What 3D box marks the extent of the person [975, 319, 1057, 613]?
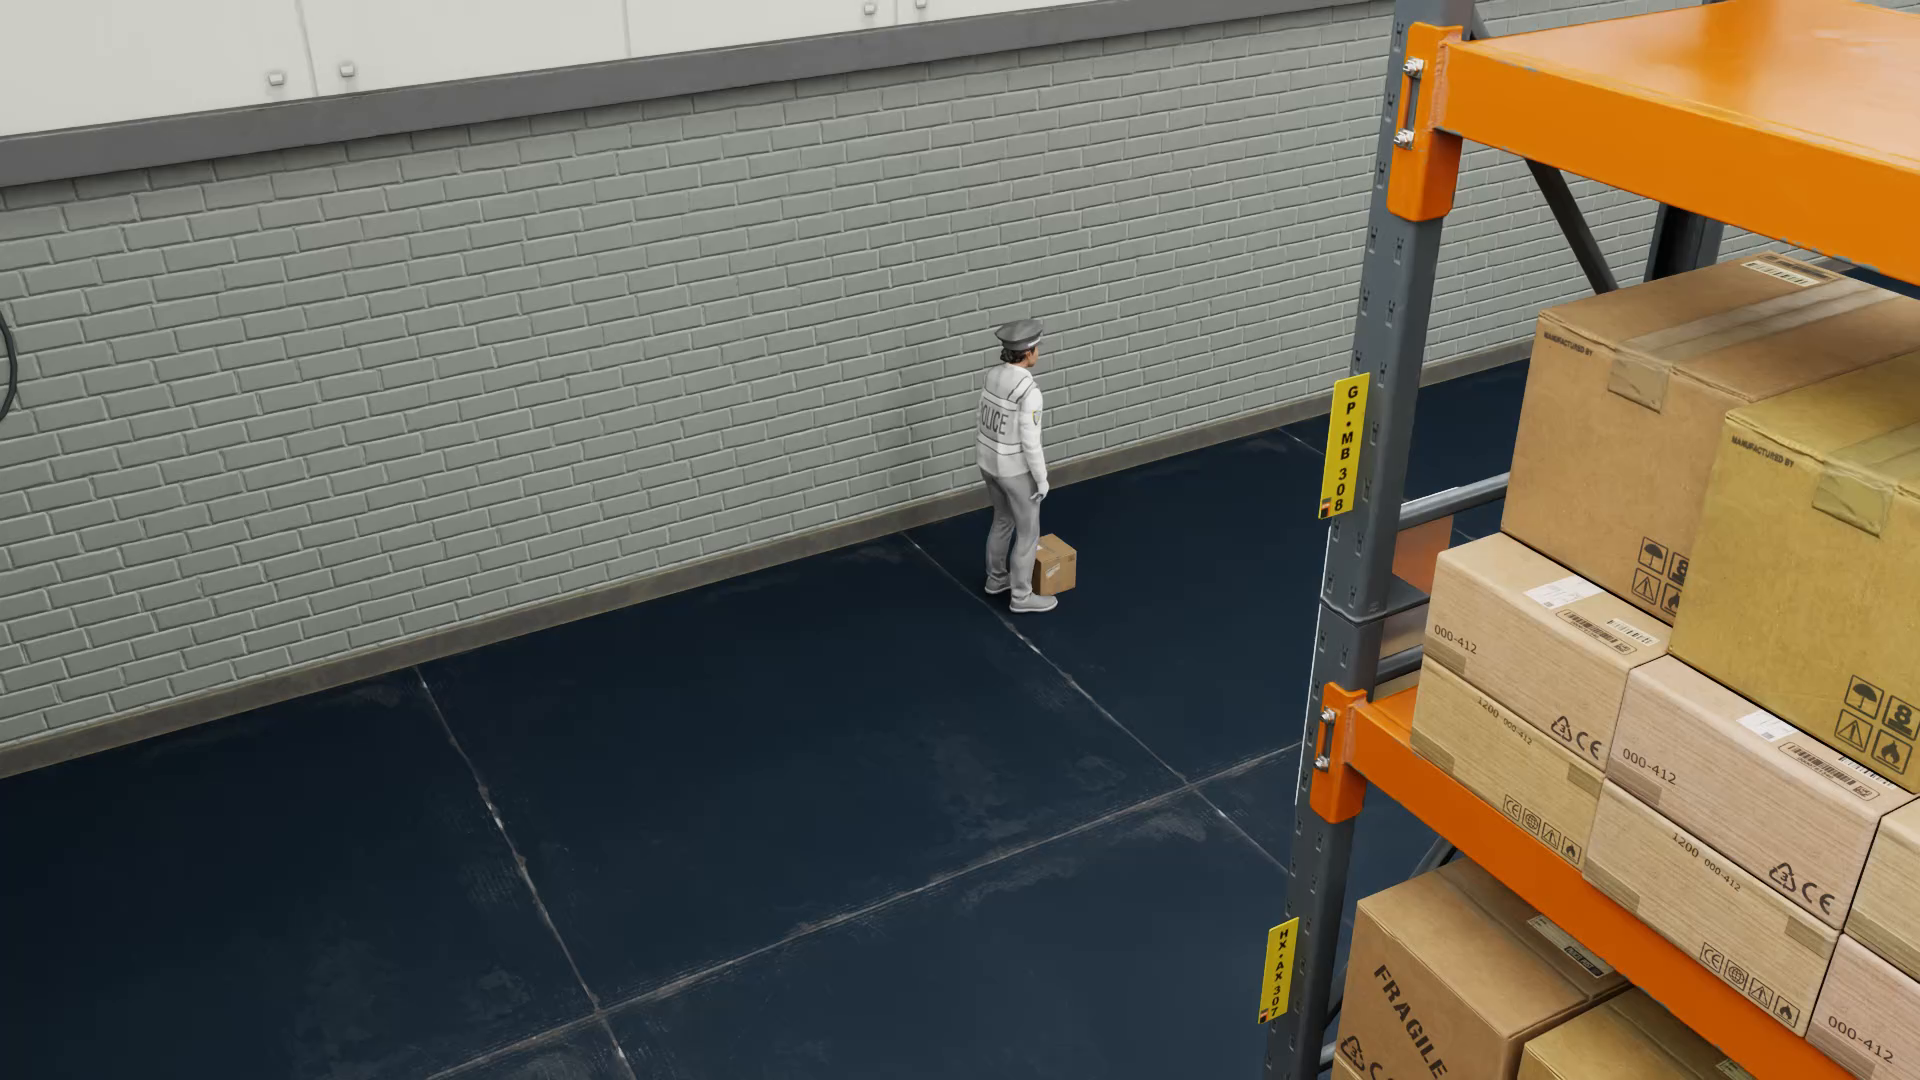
[{"bbox_3d":[0.296,-0.406,9.277,0.373,1.665,0.546,-18,34,-29],"label":"person"}]
